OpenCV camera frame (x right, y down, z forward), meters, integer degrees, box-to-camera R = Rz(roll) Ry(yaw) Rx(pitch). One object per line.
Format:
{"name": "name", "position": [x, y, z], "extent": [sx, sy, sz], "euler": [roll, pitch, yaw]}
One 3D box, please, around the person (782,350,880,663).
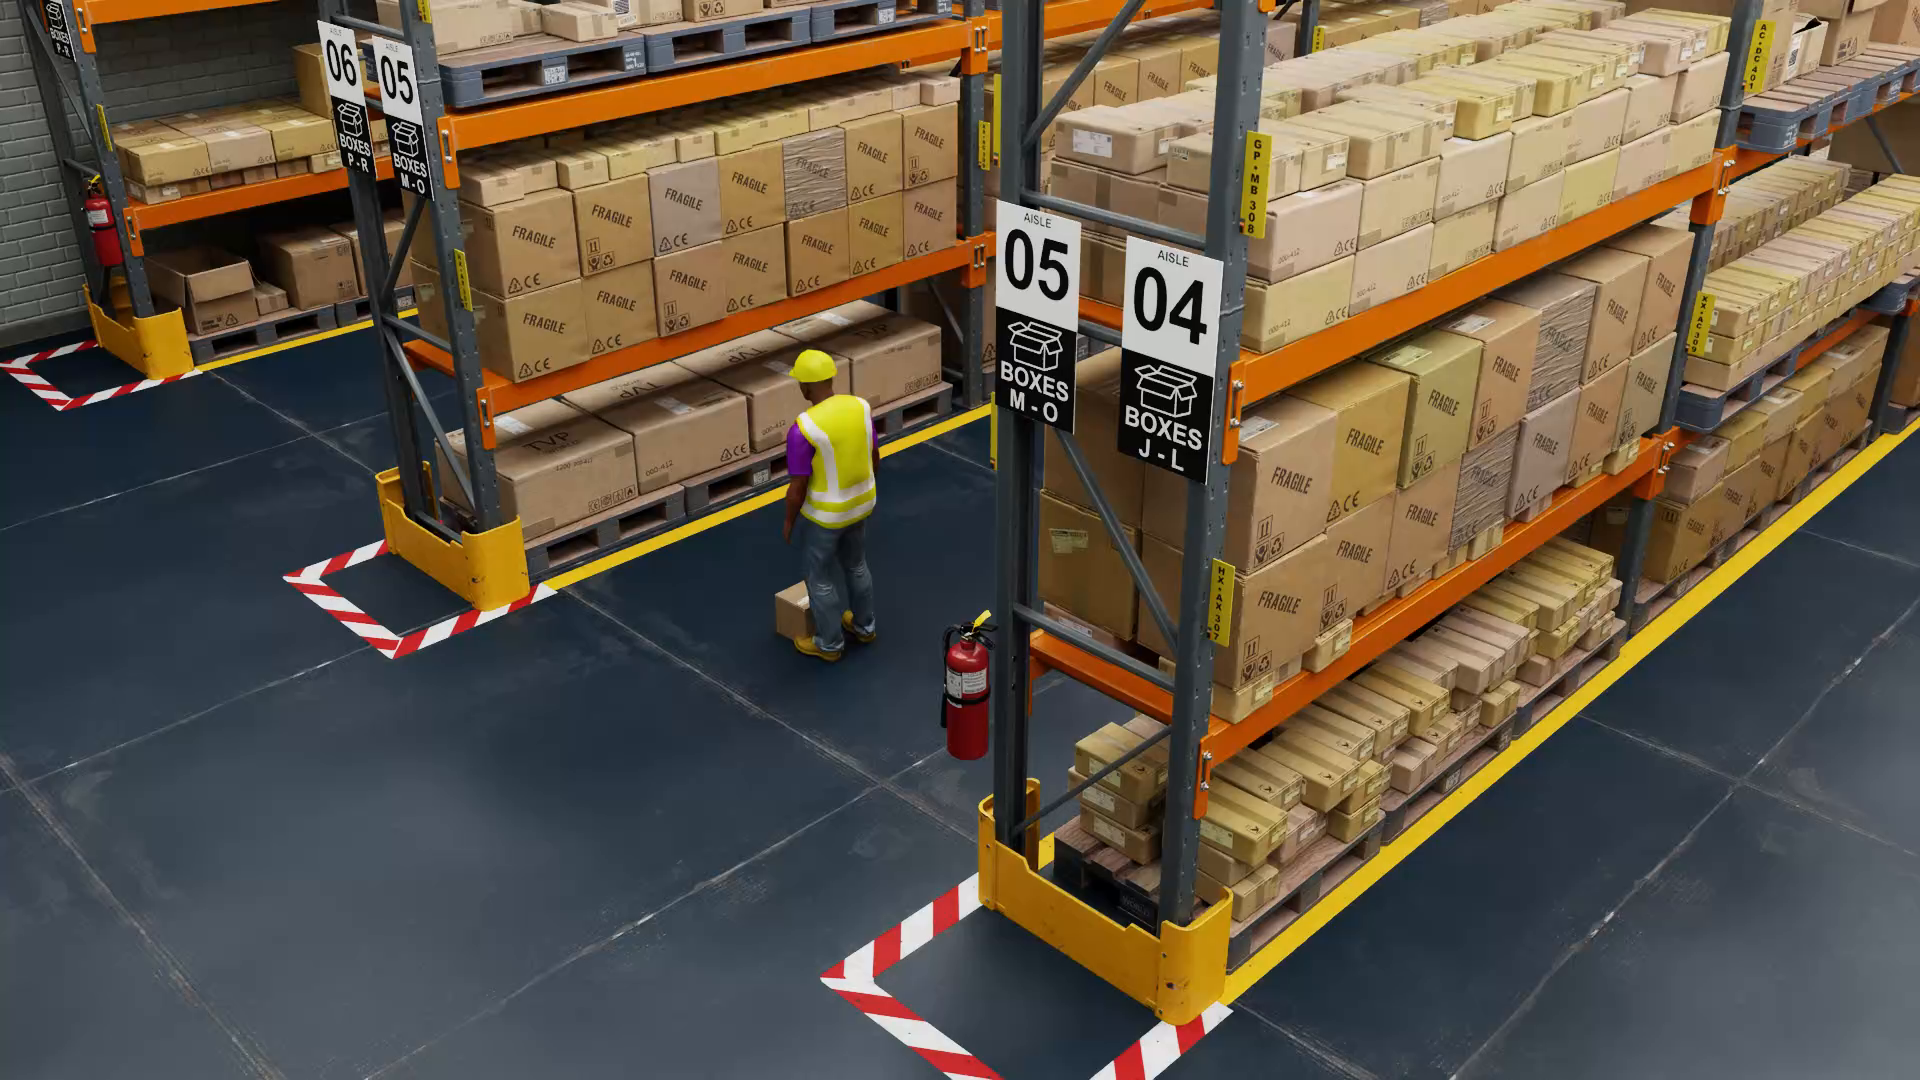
{"name": "person", "position": [-0.695, -0.184, 8.955], "extent": [0.627, 1.758, 0.456], "euler": [-25, 36, -39]}
